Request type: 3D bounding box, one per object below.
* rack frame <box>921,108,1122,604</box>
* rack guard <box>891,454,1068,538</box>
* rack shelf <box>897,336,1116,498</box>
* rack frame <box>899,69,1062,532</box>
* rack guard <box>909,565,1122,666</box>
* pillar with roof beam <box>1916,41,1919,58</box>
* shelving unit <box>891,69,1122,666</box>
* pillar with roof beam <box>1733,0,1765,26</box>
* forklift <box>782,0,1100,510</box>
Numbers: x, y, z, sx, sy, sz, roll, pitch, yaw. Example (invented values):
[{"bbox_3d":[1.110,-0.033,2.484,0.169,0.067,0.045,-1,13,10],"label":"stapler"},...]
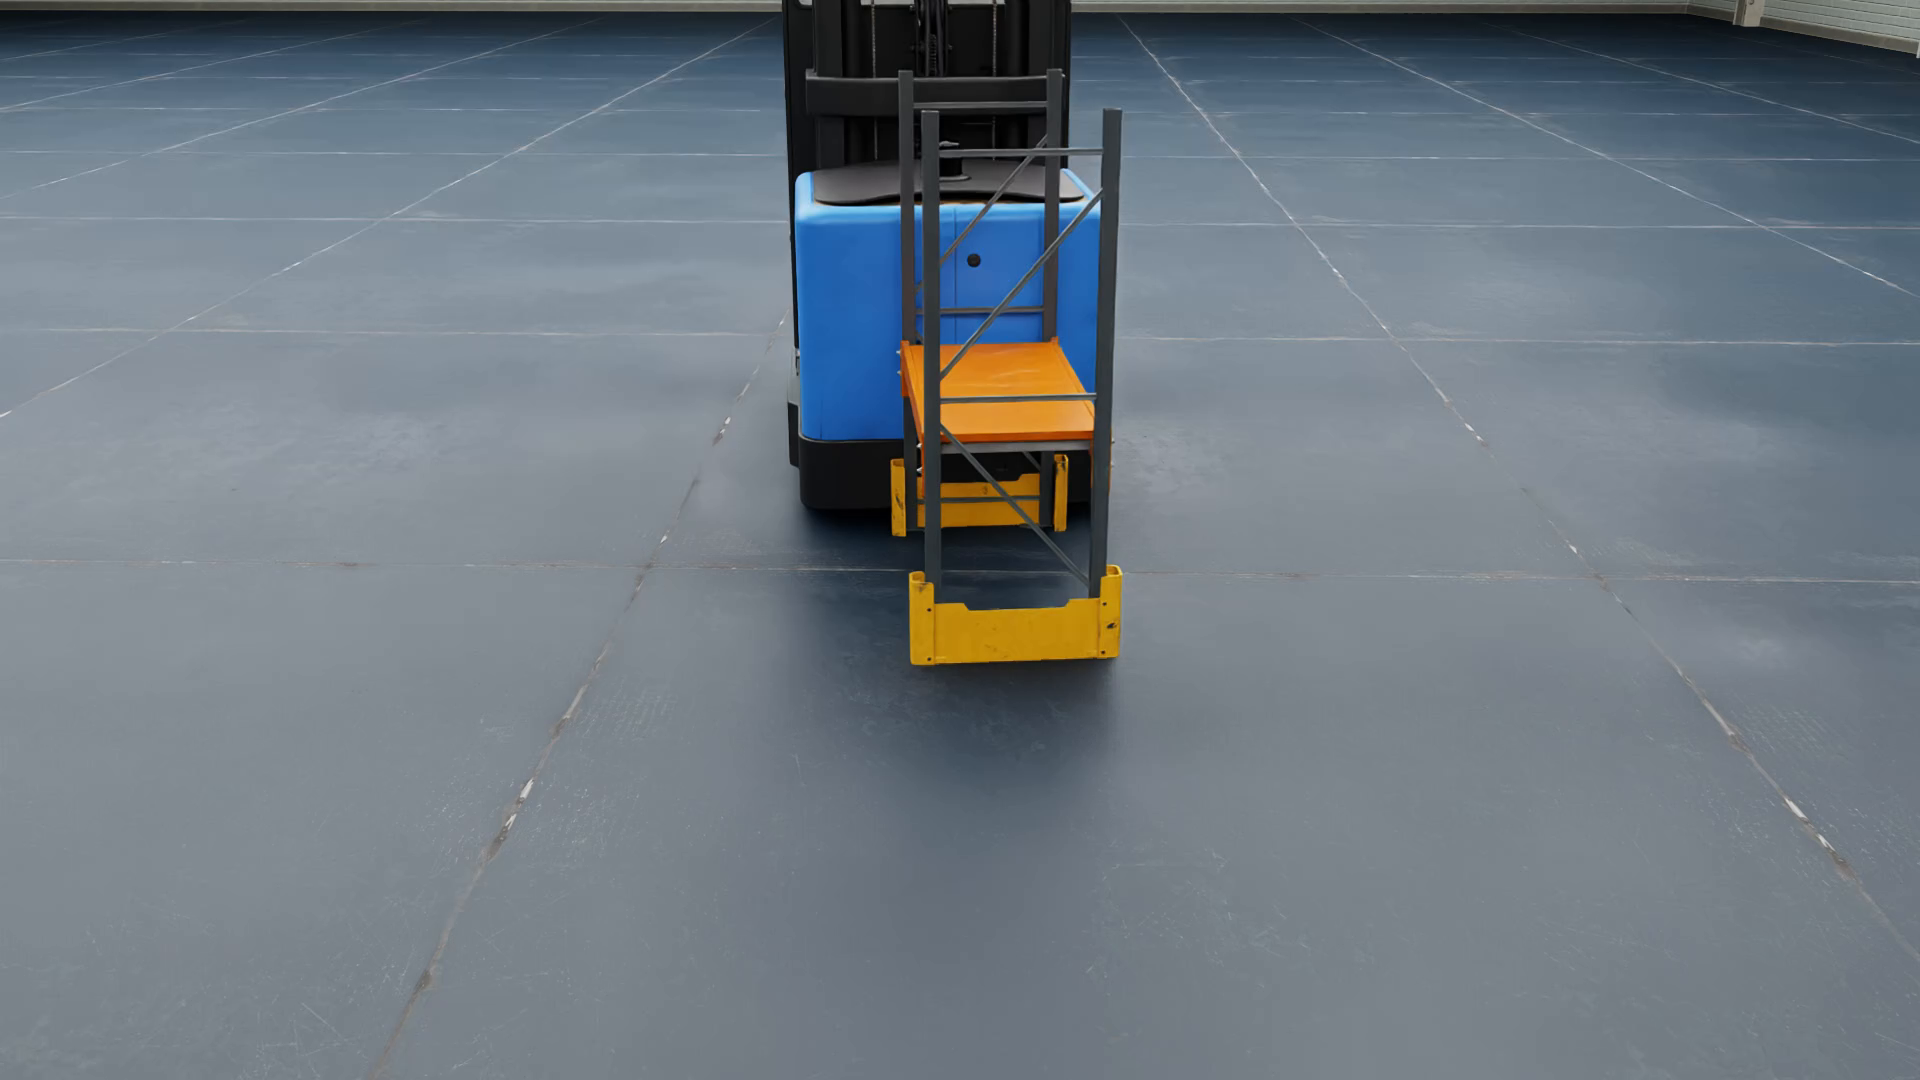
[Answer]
[{"bbox_3d":[0.154,-0.372,4.414,0.500,1.500,0.032,-2,21,-5],"label":"rack frame"},{"bbox_3d":[0.065,-0.149,5.566,0.587,0.250,0.087,-2,21,-5],"label":"rack guard"},{"bbox_3d":[0.109,-0.387,4.951,0.538,0.185,1.000,-2,21,-5],"label":"rack shelf"},{"bbox_3d":[0.063,-0.738,5.358,0.500,1.500,0.032,-2,21,-5],"label":"rack frame"},{"bbox_3d":[0.154,0.210,4.642,0.587,0.250,0.087,-2,21,-5],"label":"rack guard"},{"bbox_3d":[8.430,-10.518,20.197,9.100,9.000,0.400,1,21,2],"label":"pillar with roof beam"},{"bbox_3d":[0.109,-0.552,4.878,0.587,1.500,1.083,-2,21,-5],"label":"shelving unit"},{"bbox_3d":[8.613,-12.688,25.788,9.100,9.000,0.400,1,21,2],"label":"pillar with roof beam"},{"bbox_3d":[-0.147,-1.960,6.528,1.130,2.935,3.031,-2,21,-5],"label":"forklift"}]
